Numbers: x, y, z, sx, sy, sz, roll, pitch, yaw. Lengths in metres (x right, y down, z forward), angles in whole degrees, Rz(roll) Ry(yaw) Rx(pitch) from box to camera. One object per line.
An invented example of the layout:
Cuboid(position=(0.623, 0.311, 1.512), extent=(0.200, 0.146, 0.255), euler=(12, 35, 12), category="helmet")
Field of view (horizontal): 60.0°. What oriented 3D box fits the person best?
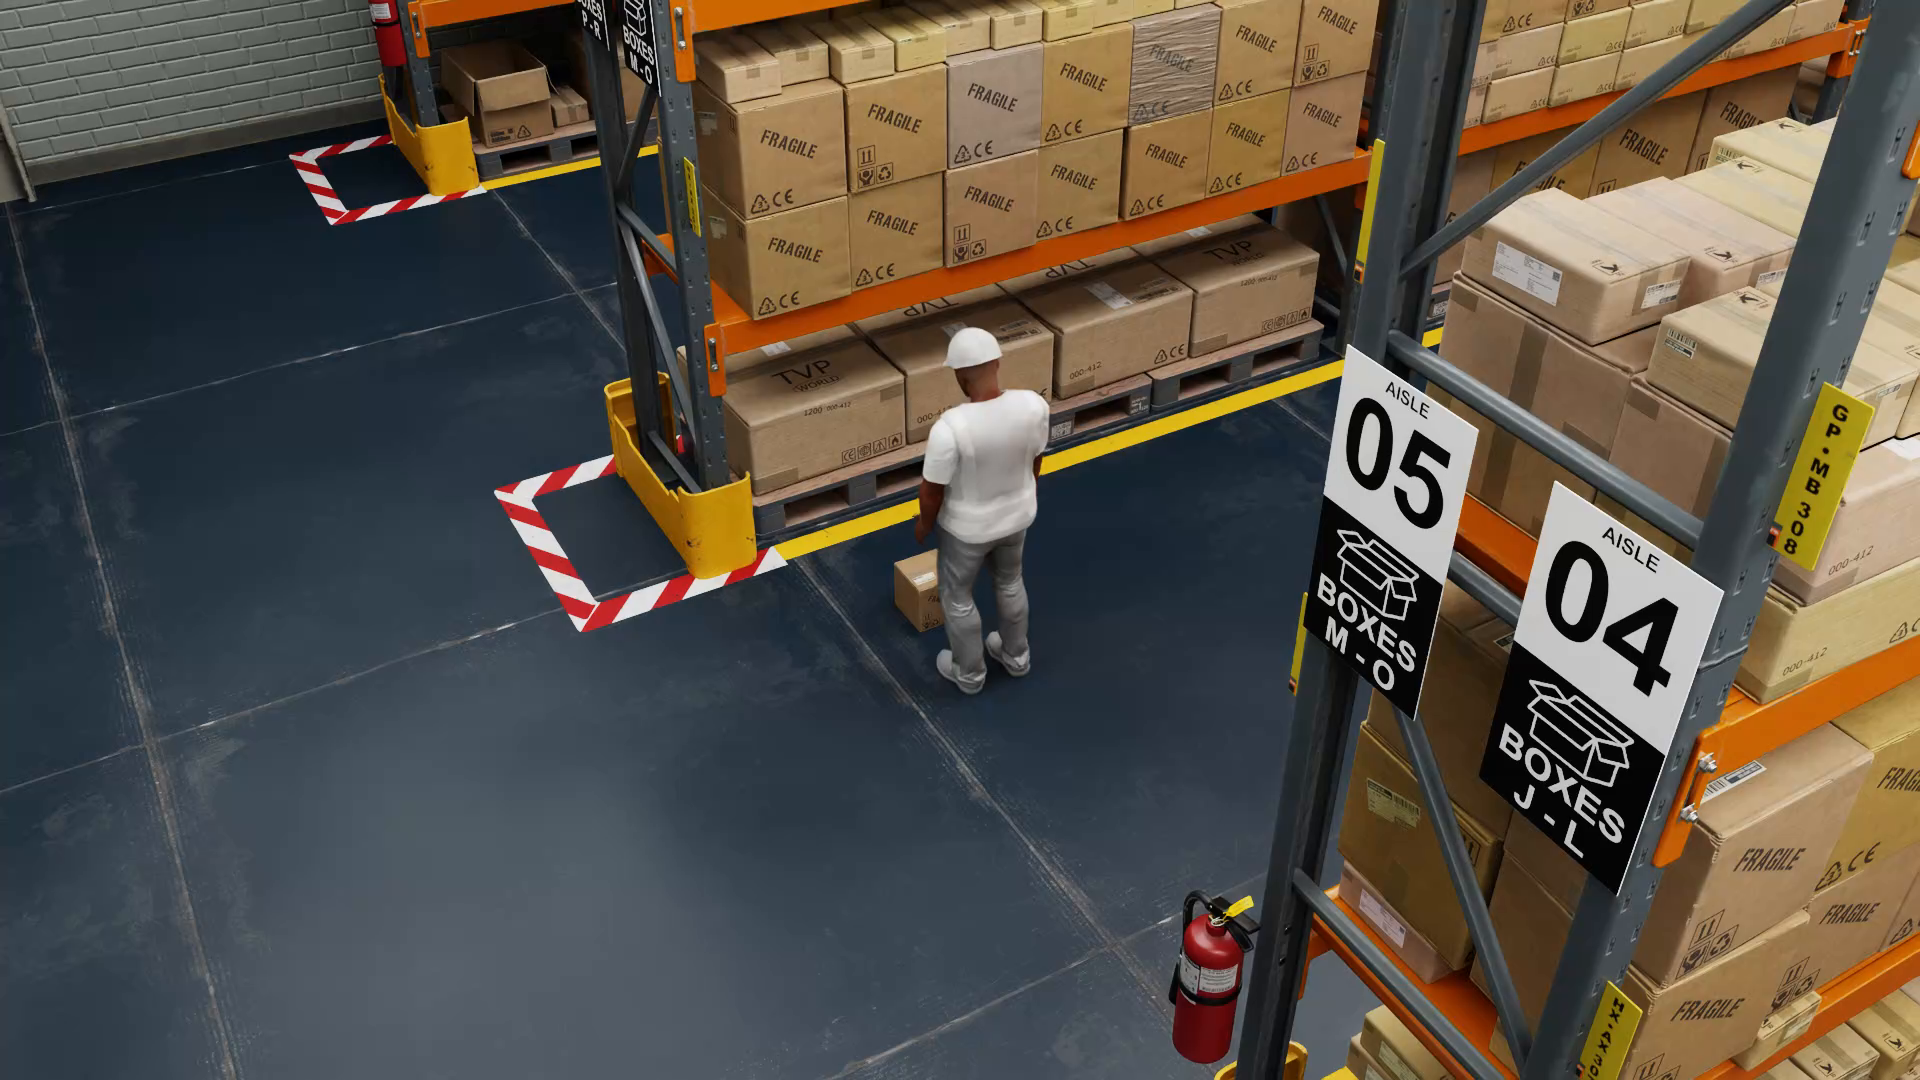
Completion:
Cuboid(position=(0.083, -0.104, 7.064), extent=(0.575, 1.748, 0.390), euler=(-18, 40, -23), category="person")
